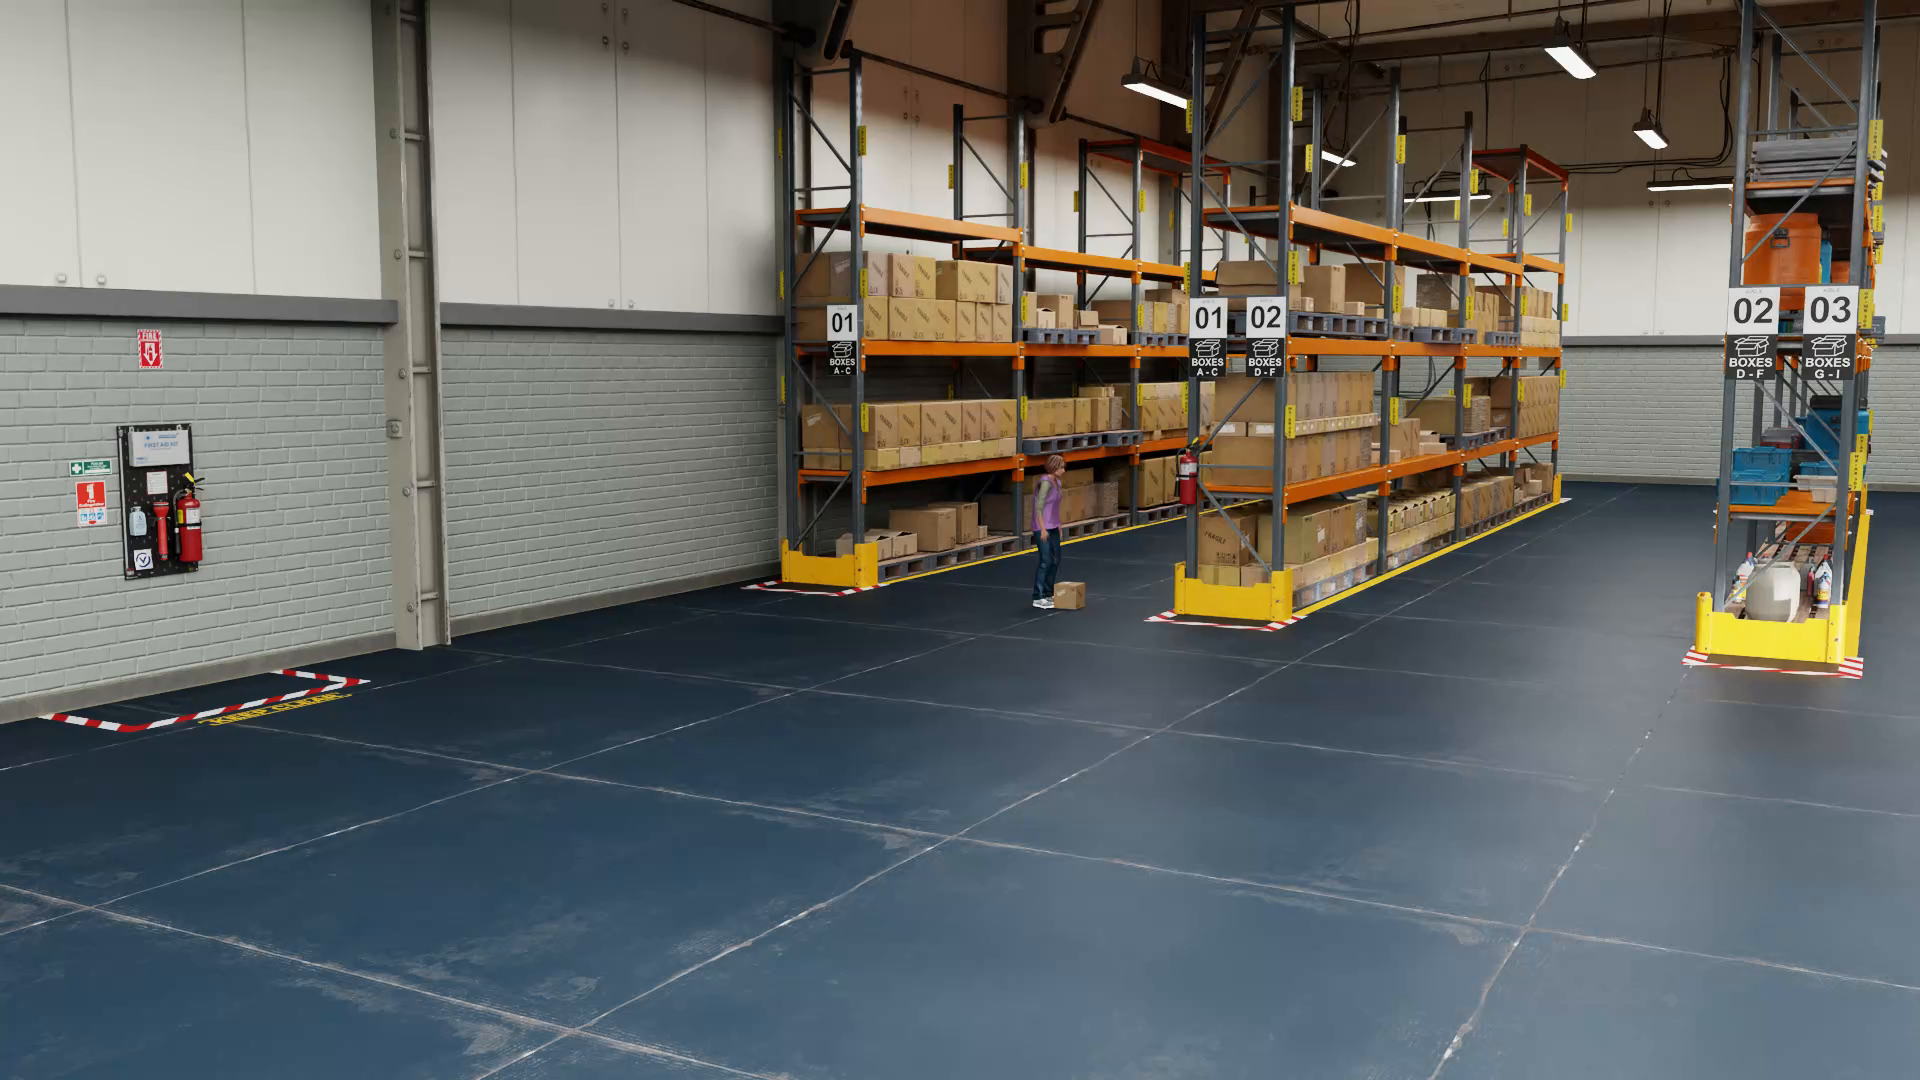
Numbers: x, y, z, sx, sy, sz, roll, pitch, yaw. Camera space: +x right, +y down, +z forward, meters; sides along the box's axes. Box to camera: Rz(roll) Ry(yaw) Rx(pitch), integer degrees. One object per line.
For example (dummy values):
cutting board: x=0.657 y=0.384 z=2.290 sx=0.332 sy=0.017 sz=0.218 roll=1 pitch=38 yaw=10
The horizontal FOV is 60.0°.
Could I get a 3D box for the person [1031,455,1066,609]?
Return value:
person: x=0.933 y=-0.098 z=17.472 sx=0.349 sy=1.593 sz=0.474 roll=3 pitch=7 yaw=27
